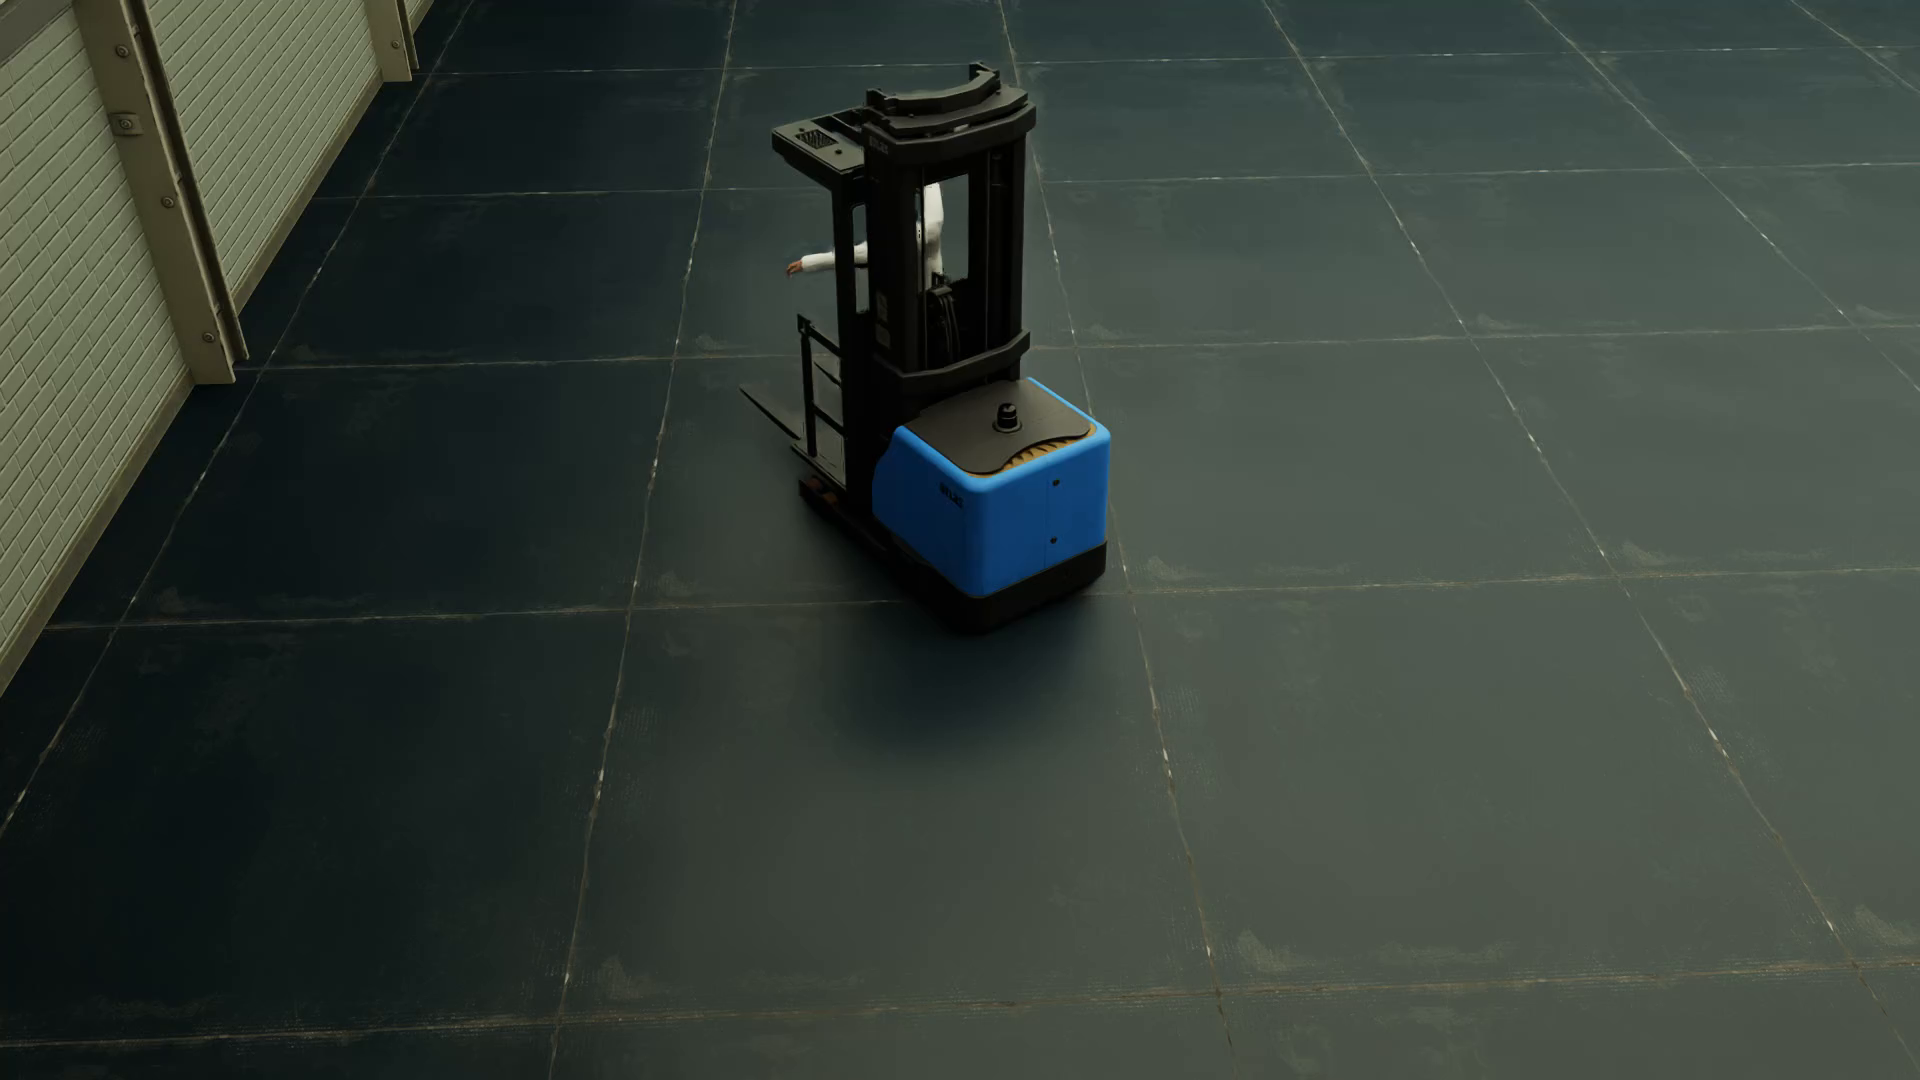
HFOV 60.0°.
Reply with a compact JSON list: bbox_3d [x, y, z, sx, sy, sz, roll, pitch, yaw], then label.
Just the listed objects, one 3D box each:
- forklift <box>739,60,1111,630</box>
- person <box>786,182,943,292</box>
[{"bbox_3d":[-0.387,-1.479,10.042,1.130,2.935,3.031,-23,42,-28],"label":"forklift"},{"bbox_3d":[-0.595,-1.848,11.725,1.104,1.492,0.982,6,36,8],"label":"person"}]
